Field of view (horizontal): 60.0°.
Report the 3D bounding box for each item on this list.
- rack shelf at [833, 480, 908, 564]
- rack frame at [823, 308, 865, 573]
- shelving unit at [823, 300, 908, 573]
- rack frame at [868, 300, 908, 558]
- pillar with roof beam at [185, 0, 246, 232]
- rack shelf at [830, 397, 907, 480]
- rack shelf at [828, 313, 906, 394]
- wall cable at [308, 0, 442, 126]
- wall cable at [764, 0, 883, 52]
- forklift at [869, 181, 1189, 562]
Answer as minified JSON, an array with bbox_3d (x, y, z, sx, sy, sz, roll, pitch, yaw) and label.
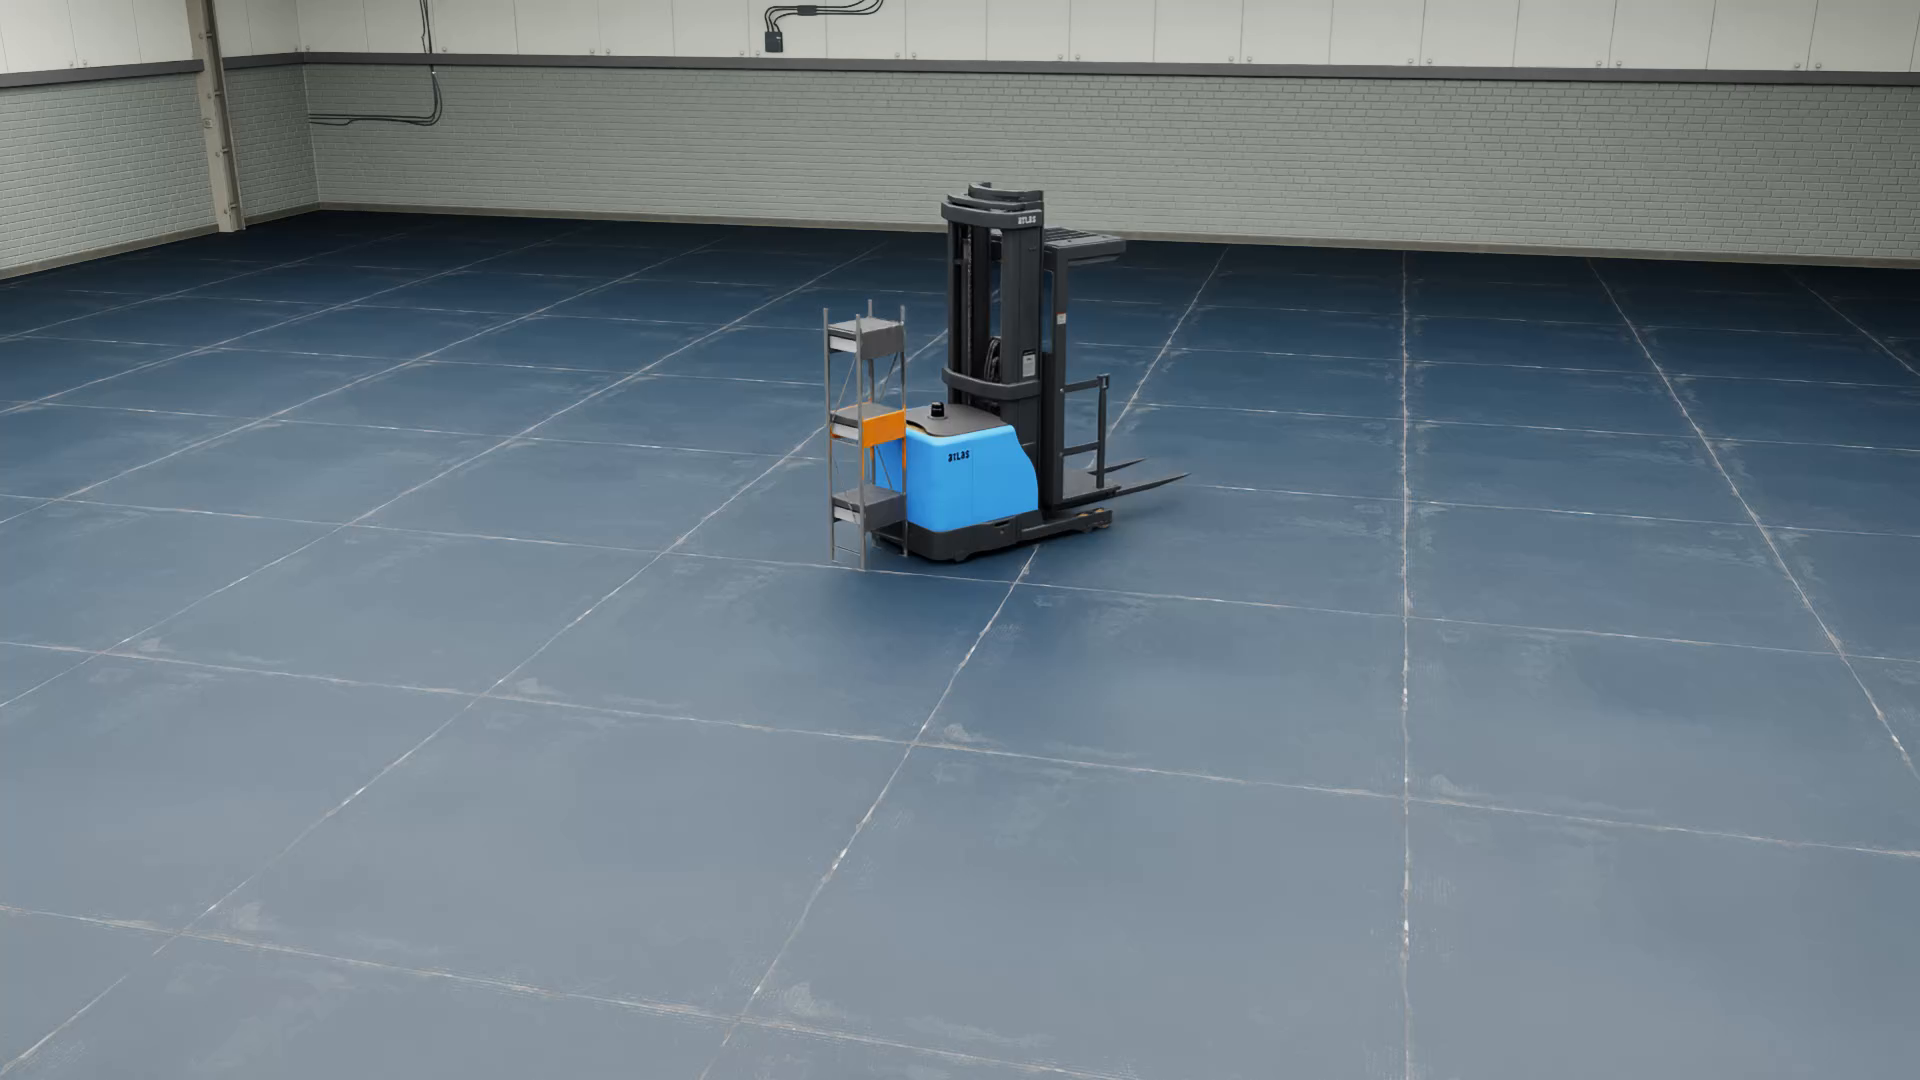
[{"bbox_3d":[-0.750,-0.156,13.604,0.431,0.518,0.480,17,25,40],"label":"rack shelf"},{"bbox_3d":[-0.916,-0.774,13.204,0.400,2.100,0.015,17,25,40],"label":"rack frame"},{"bbox_3d":[-0.750,-0.831,13.373,0.431,2.100,0.503,17,25,40],"label":"shelving unit"},{"bbox_3d":[-0.584,-0.889,13.542,0.400,2.100,0.015,17,25,40],"label":"rack frame"},{"bbox_3d":[-9.481,-9.726,28.741,9.100,9.000,0.400,5,19,13],"label":"pillar with roof beam"},{"bbox_3d":[-0.750,-0.819,13.378,0.431,0.518,0.480,17,25,40],"label":"rack shelf"},{"bbox_3d":[-0.750,-1.481,13.151,0.431,0.518,0.480,17,25,40],"label":"rack shelf"},{"bbox_3d":[-11.654,-9.416,32.636,3.097,2.526,0.112,5,19,13],"label":"wall cable"},{"bbox_3d":[-2.452,-11.740,29.374,2.305,6.003,0.169,5,19,13],"label":"wall cable"},{"bbox_3d":[0.703,-1.572,14.254,3.031,2.935,1.130,-14,23,-35],"label":"forklift"}]
